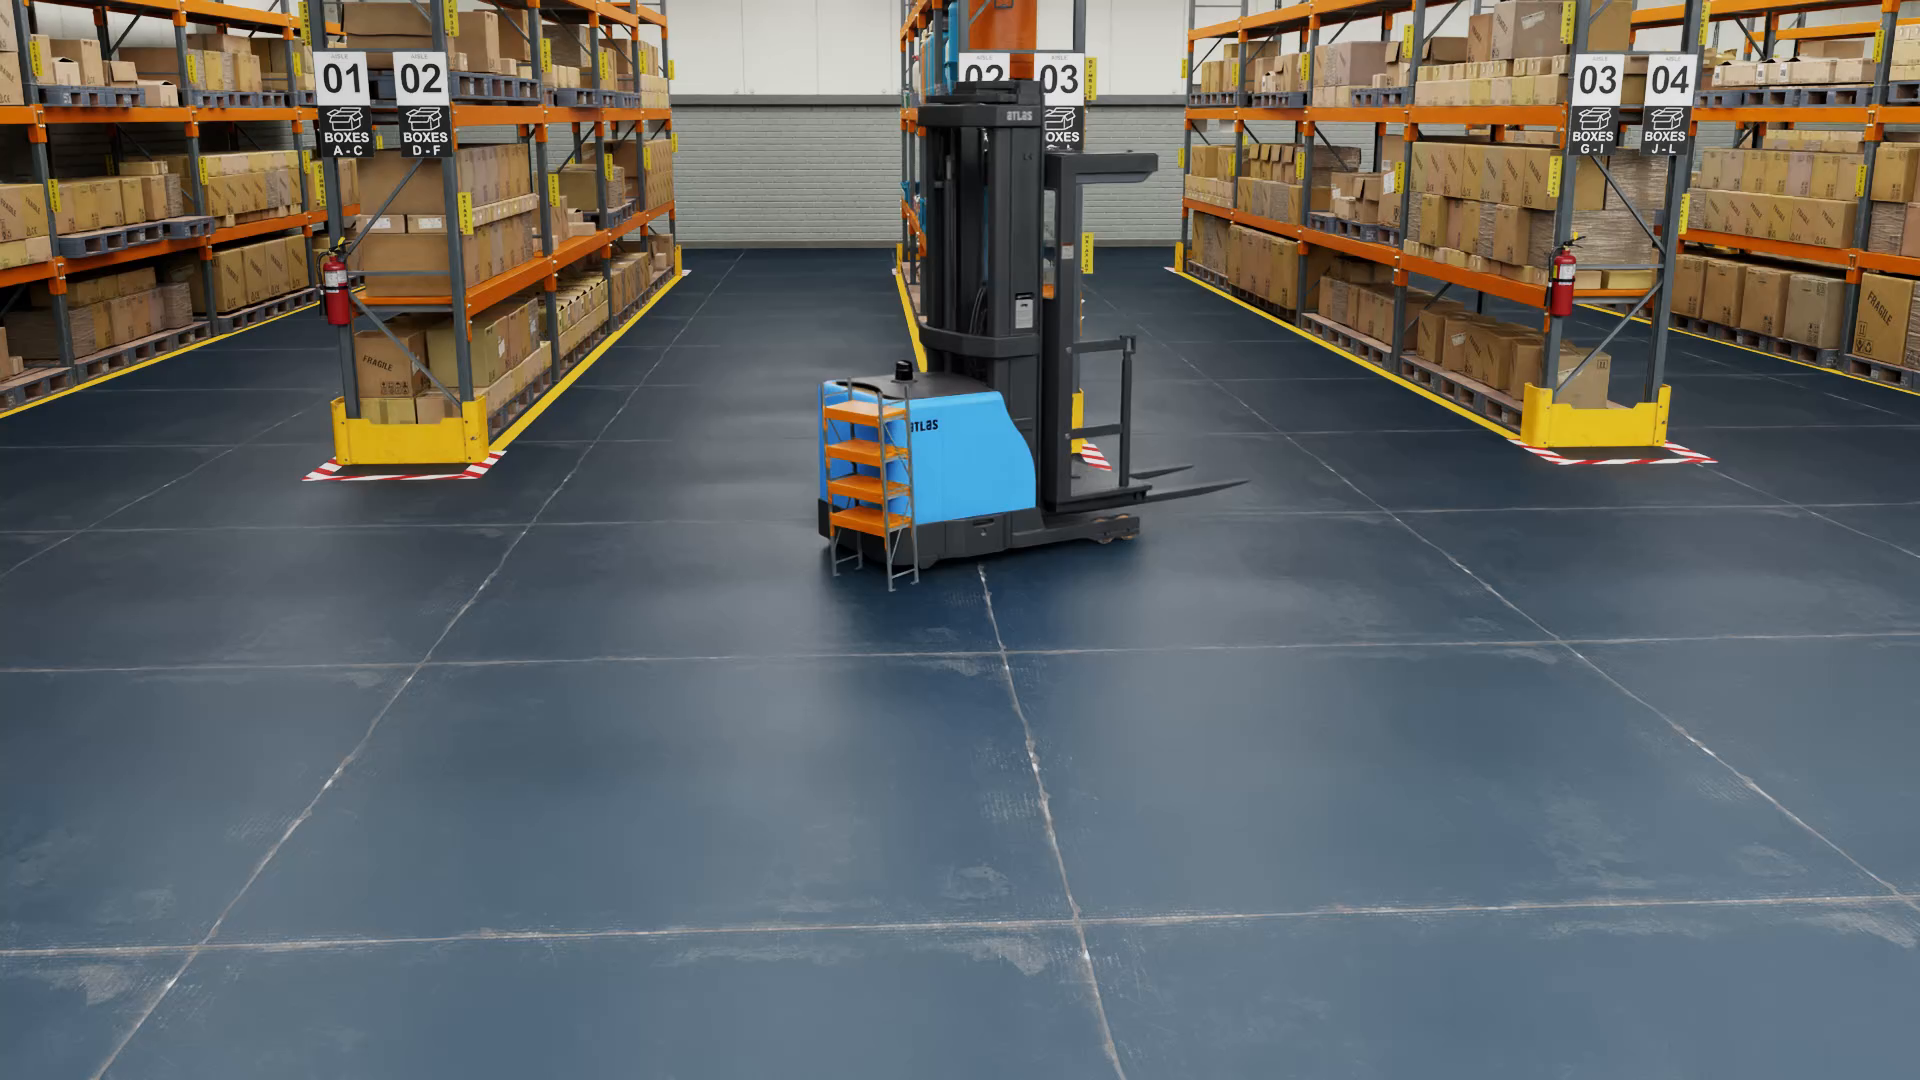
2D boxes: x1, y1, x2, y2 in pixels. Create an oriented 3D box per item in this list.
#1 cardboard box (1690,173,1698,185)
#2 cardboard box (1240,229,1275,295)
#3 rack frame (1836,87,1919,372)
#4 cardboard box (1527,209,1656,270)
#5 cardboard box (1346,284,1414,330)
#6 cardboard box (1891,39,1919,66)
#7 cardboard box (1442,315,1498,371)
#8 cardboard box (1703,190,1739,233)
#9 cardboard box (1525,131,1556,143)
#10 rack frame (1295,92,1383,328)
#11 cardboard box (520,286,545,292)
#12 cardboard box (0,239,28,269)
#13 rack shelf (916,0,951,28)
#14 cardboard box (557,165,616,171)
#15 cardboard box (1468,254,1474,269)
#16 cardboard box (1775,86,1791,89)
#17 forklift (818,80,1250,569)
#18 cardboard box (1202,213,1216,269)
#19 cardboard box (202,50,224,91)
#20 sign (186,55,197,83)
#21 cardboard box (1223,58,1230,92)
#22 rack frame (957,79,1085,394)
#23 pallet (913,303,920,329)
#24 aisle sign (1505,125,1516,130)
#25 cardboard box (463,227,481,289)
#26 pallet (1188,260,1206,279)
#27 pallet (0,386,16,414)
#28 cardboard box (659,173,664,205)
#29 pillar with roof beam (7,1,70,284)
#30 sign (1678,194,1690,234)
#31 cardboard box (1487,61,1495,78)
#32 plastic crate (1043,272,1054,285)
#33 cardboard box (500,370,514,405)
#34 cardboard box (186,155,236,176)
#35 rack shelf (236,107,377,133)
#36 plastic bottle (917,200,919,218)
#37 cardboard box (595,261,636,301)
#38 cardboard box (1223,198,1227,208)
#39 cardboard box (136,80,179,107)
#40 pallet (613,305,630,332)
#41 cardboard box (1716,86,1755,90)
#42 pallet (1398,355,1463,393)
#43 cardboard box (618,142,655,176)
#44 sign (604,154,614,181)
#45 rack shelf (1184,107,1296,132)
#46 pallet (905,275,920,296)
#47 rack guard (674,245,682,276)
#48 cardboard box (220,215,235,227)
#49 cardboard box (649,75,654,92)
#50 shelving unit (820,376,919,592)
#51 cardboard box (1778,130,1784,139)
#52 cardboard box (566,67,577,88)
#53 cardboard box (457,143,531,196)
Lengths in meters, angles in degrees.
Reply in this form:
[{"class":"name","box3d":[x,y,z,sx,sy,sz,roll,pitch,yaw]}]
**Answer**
[{"class":"cardboard box","box3d":[10.033,-4.863,22.374,0.380,0.149,0.250,-1,14,-5]},{"class":"cardboard box","box3d":[4.799,-4.045,24.149,1.225,0.875,0.875,-1,14,-5]},{"class":"rack frame","box3d":[10.135,-3.313,17.885,1.000,3.000,0.127,-1,14,-3]},{"class":"cardboard box","box3d":[5.419,-2.597,14.302,0.875,0.500,0.500,-1,14,-3]},{"class":"cardboard box","box3d":[5.081,-2.814,20.078,0.700,0.500,0.500,0,14,1]},{"class":"cardboard box","box3d":[9.886,-4.963,16.938,0.500,0.250,0.500,-1,14,-3]},{"class":"cardboard box","box3d":[5.206,-2.012,17.002,0.500,0.500,0.500,4,15,14]},{"class":"cardboard box","box3d":[9.680,-4.114,20.797,0.500,0.500,0.500,-1,14,-4]},{"class":"cardboard box","box3d":[9.303,-6.221,26.381,0.500,0.500,0.500,-1,14,-5]},{"class":"rack frame","box3d":[4.931,-4.257,21.551,1.000,3.000,0.127,-1,14,-3]},{"class":"cardboard box","box3d":[-5.147,-2.856,19.657,0.500,0.311,0.500,-1,14,-5]},{"class":"cardboard box","box3d":[-9.299,-2.732,15.888,0.500,0.250,0.500,-1,14,-3]},{"class":"rack shelf","box3d":[0.111,-6.046,18.713,1.077,0.370,4.000,-1,14,-3]},{"class":"cardboard box","box3d":[-5.293,-5.060,23.630,0.700,0.500,0.500,1,14,5]},{"class":"cardboard box","box3d":[5.059,-2.648,15.802,0.380,0.149,0.250,-1,14,-3]},{"class":"cardboard box","box3d":[14.164,-7.708,28.406,0.380,0.149,0.250,0,14,-1]},{"class":"forklift","box3d":[0.595,-1.494,10.952,3.031,2.935,1.130,-9,17,-31]},{"class":"cardboard box","box3d":[4.611,-5.037,28.003,0.875,0.875,0.875,-1,14,-3]},{"class":"cardboard box","box3d":[-10.095,-6.130,21.728,0.700,0.500,0.500,0,14,-1]},{"class":"sign","box3d":[-9.359,-5.738,20.252,0.100,0.325,0.005,-1,14,-3]},{"class":"cardboard box","box3d":[4.545,-7.332,26.239,0.700,0.500,0.500,0,14,-1]},{"class":"rack frame","box3d":[0.483,-2.191,13.521,1.000,3.000,0.127,-1,14,-3]},{"class":"pallet","box3d":[-0.103,-3.025,22.361,1.003,0.211,1.213,-1,14,-3]},{"class":"aisle sign","box3d":[9.687,-7.580,29.248,0.394,0.787,0.004,-1,14,-3]},{"class":"cardboard box","box3d":[-4.515,-2.410,14.174,0.700,0.500,0.500,-1,14,-2]},{"class":"pallet","box3d":[4.563,-4.698,28.863,1.003,0.211,1.213,-1,14,-3]},{"class":"pallet","box3d":[-9.498,-1.212,15.311,1.003,0.211,1.213,-1,14,-3]},{"class":"cardboard box","box3d":[-5.061,-5.657,26.793,0.500,0.500,0.500,-1,14,-4]},{"class":"pillar with roof beam","box3d":[-6.387,-6.663,18.862,9.100,9.000,0.400,-1,14,-3]},{"class":"sign","box3d":[5.968,-2.695,13.743,0.100,0.325,0.005,-1,14,-3]},{"class":"cardboard box","box3d":[5.054,-4.297,15.189,0.380,0.149,0.250,-2,15,-6]},{"class":"plastic crate","box3d":[0.748,-2.291,14.438,0.298,0.136,0.250,-1,14,-3]},{"class":"cardboard box","box3d":[-4.338,-1.372,15.016,0.500,0.250,0.500,-1,14,-3]},{"class":"cardboard box","box3d":[-9.706,-4.843,21.488,0.500,0.250,0.500,-1,14,-4]},{"class":"rack shelf","box3d":[-10.273,-6.624,26.175,1.077,0.370,4.000,-1,14,-3]},{"class":"plastic bottle","box3d":[-0.523,-4.654,23.194,0.144,0.351,0.185,-1,14,-3]},{"class":"cardboard box","box3d":[-4.802,-3.610,23.169,0.500,0.500,0.500,-1,14,-5]},{"class":"cardboard box","box3d":[4.321,-5.265,25.973,0.380,0.149,0.250,-1,14,-2]},{"class":"cardboard box","box3d":[-9.587,-5.272,19.615,0.500,0.311,0.500,-1,14,-3]},{"class":"pallet","box3d":[-4.966,-2.941,22.032,1.003,0.211,1.213,-1,14,-3]},{"class":"cardboard box","box3d":[10.117,-5.955,21.933,0.500,0.500,0.500,-1,14,-3]},{"class":"pallet","box3d":[5.255,-1.745,17.385,1.003,0.211,1.213,-1,14,-3]},{"class":"cardboard box","box3d":[-4.986,-5.882,25.661,0.500,0.500,0.500,-1,14,-5]},{"class":"sign","box3d":[-4.403,-4.675,20.853,0.100,0.325,0.005,-1,14,-3]},{"class":"rack shelf","box3d":[4.559,-6.853,27.067,1.077,0.370,4.000,-1,14,-3]},{"class":"pallet","box3d":[-0.345,-4.007,26.176,1.003,0.211,1.213,-1,14,-3]},{"class":"rack guard","box3d":[-5.448,-4.865,28.931,1.175,0.500,0.348,-1,14,-3]},{"class":"cardboard box","box3d":[-9.629,-4.131,21.526,0.380,0.149,0.250,0,14,-2]},{"class":"cardboard box","box3d":[-5.039,-7.095,25.861,0.500,0.250,0.500,-1,14,-3]},{"class":"shelving unit","box3d":[-0.538,-0.338,9.902,0.503,1.200,0.258,13,23,42]},{"class":"cardboard box","box3d":[14.164,-6.893,28.290,0.380,0.149,0.250,-1,14,-3]},{"class":"cardboard box","box3d":[-4.822,-5.446,19.612,0.500,0.250,0.500,0,14,-2]},{"class":"cardboard box","box3d":[-4.675,-3.676,16.491,0.700,0.500,0.500,-1,14,-3]}]
